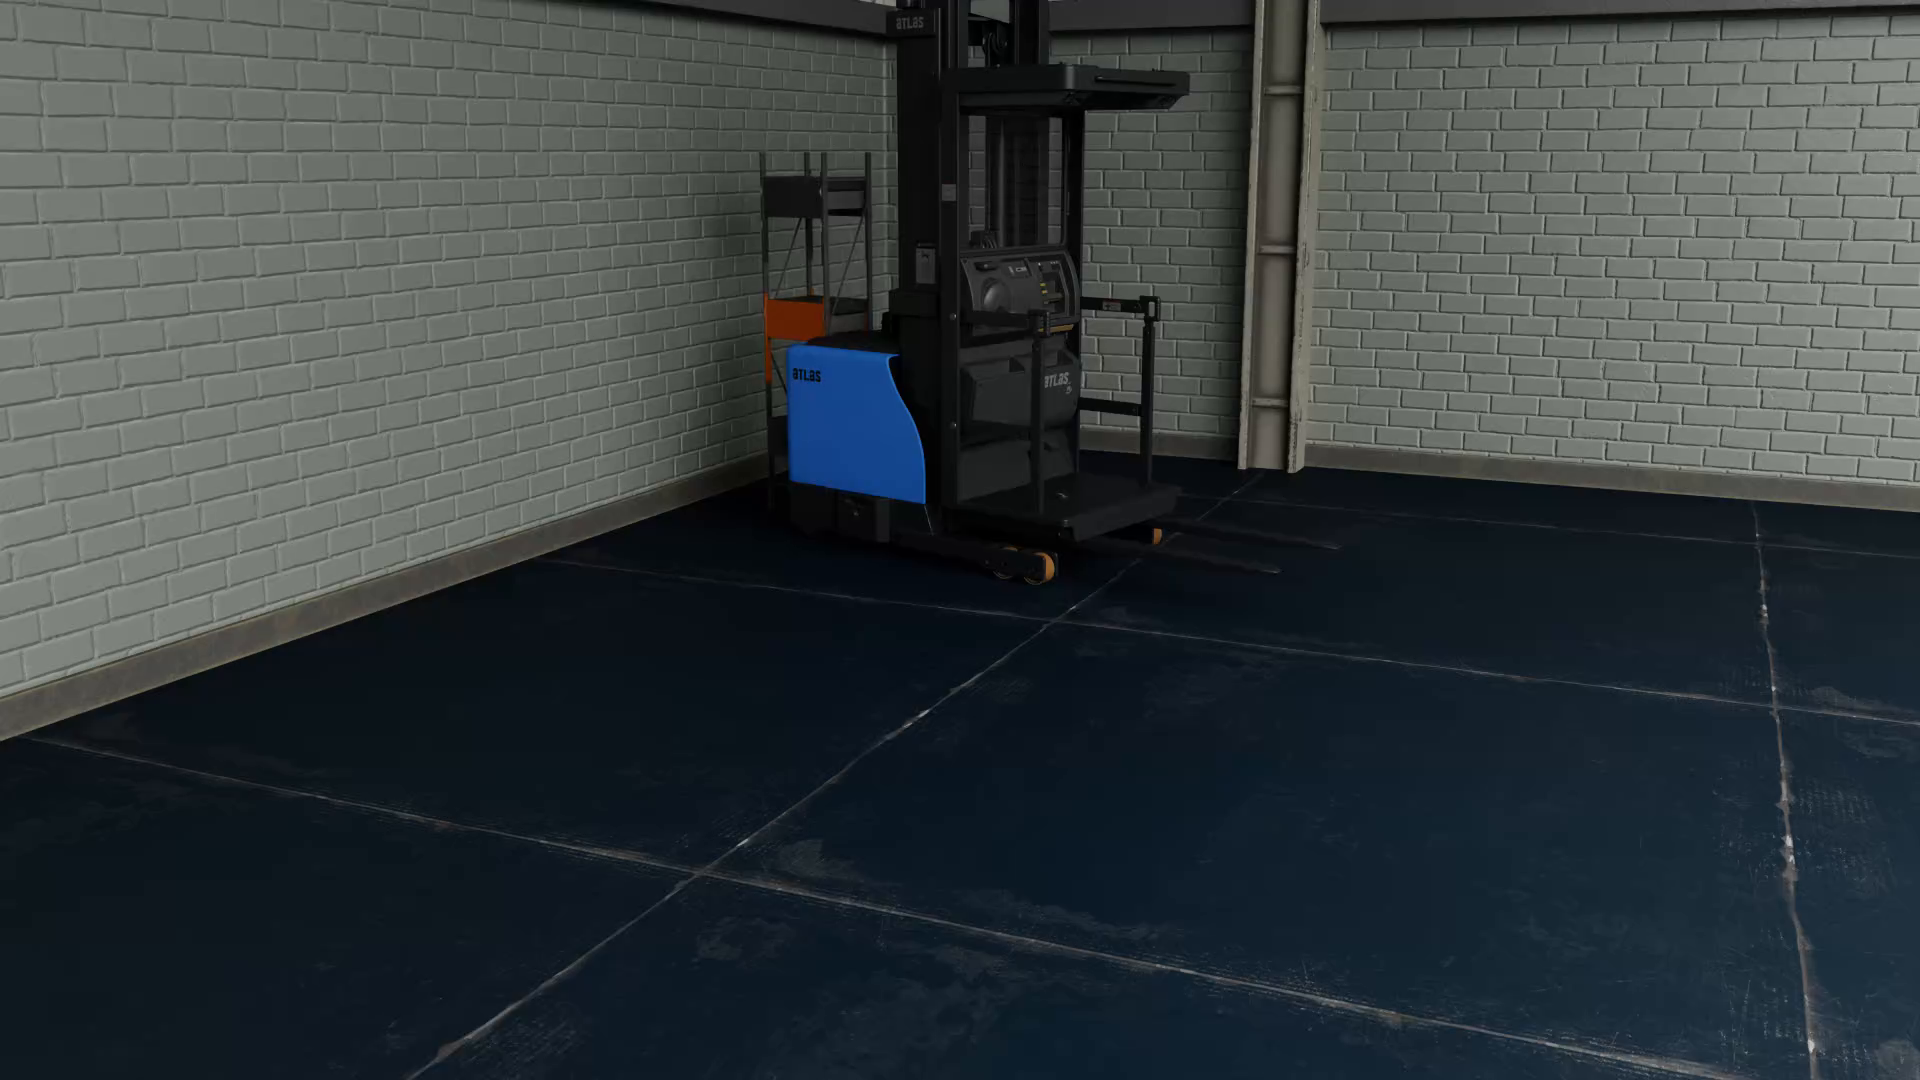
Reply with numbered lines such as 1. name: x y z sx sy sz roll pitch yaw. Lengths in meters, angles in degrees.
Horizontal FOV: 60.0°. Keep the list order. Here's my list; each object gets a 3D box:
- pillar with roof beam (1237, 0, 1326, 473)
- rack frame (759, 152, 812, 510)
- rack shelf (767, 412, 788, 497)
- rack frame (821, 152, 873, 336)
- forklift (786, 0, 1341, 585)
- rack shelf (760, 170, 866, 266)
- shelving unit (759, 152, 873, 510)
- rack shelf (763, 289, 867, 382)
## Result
1. pillar with roof beam: 0.386 -3.982 6.525 0.400 9.000 9.100 6 14 23
2. rack frame: -1.023 -1.242 9.954 0.015 2.100 0.400 10 17 38
3. rack shelf: -0.833 -0.513 9.967 0.480 0.518 0.431 10 17 38
4. rack frame: -0.644 -1.172 9.655 0.015 2.100 0.400 10 17 38
5. forklift: 0.485 -1.337 8.538 3.031 2.935 1.130 10 17 38
6. rack shelf: -0.833 -1.876 9.647 0.480 0.518 0.431 10 17 38
7. shelving unit: -0.833 -1.207 9.804 0.503 2.100 0.431 10 17 38
8. rack shelf: -0.833 -1.194 9.807 0.480 0.518 0.431 10 17 38
